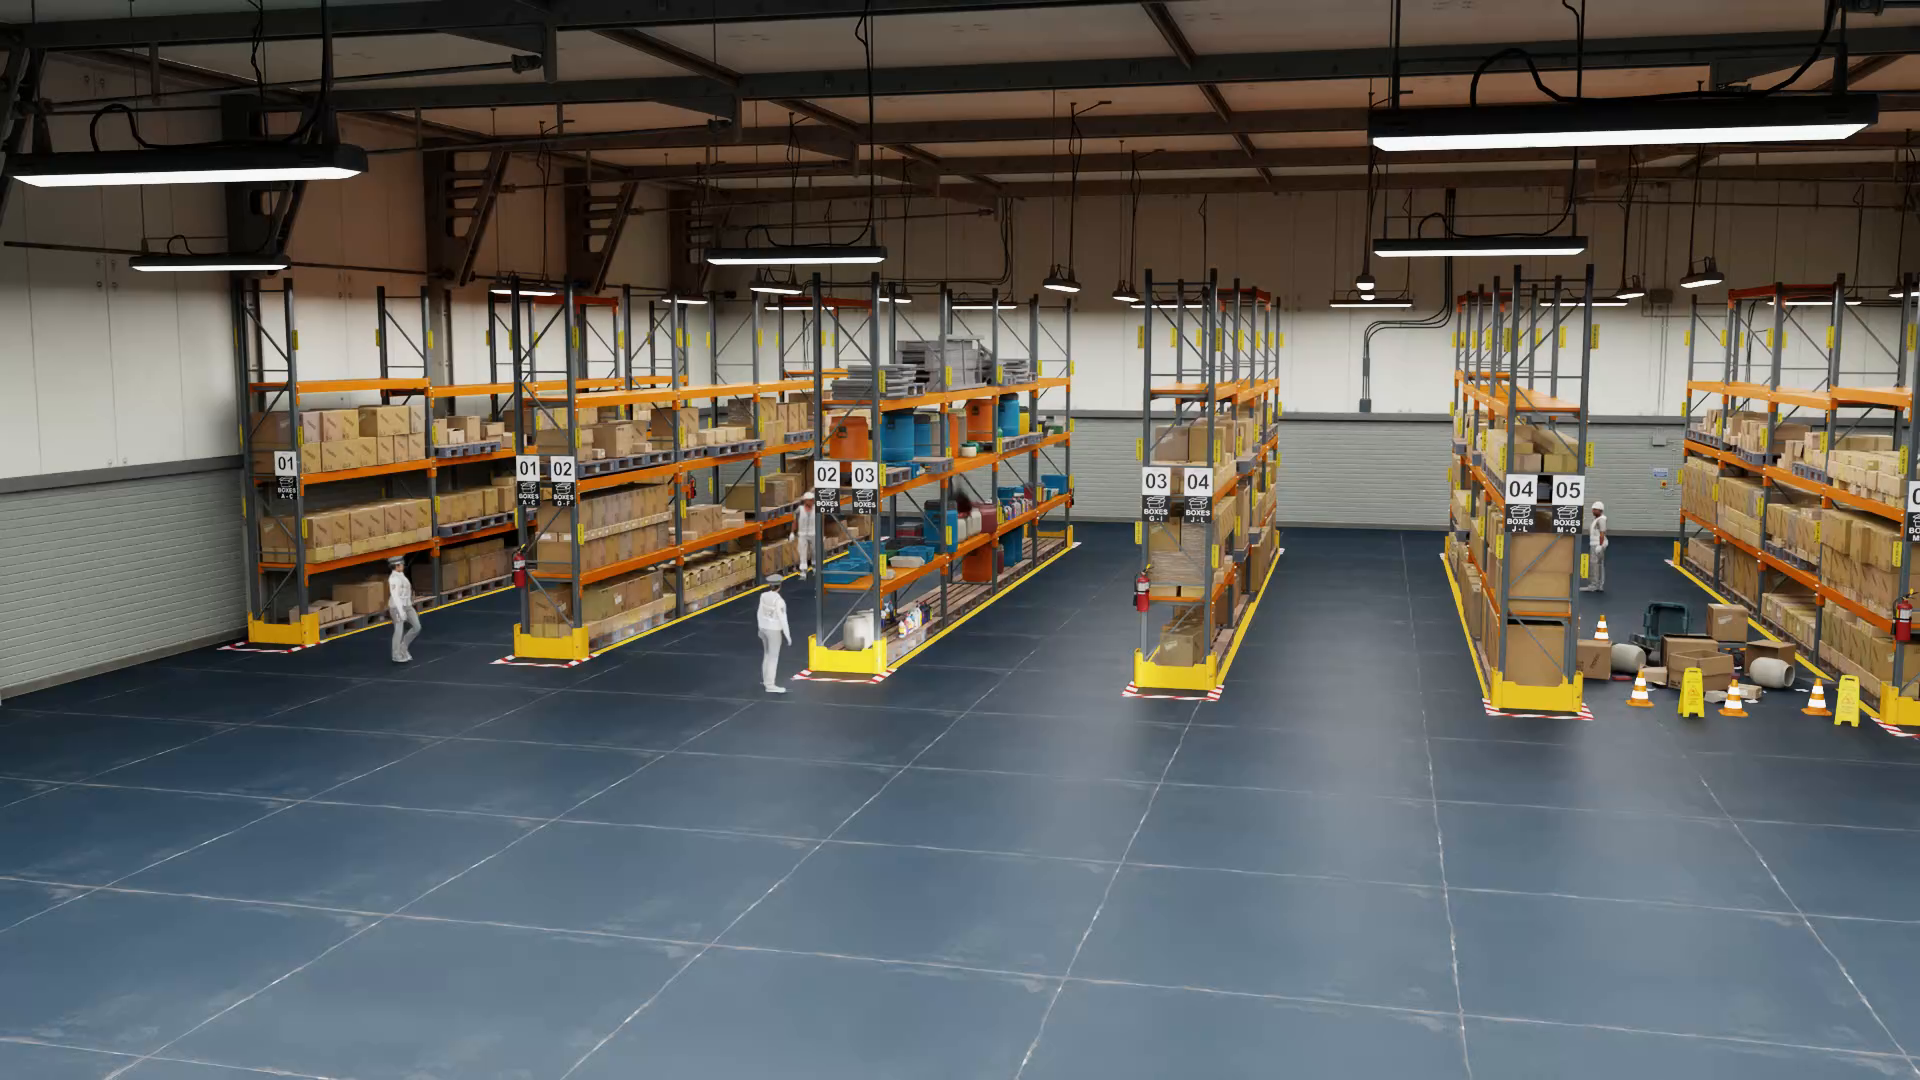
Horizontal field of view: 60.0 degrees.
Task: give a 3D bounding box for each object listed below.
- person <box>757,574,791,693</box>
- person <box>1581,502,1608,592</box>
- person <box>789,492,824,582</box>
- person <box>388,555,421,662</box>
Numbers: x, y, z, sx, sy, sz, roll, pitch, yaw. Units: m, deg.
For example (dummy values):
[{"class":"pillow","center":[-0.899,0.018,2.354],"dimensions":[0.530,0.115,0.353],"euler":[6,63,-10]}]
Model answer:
[{"class":"person","center":[-2.700,1.343,23.858],"dimensions":[0.442,1.714,0.641],"euler":[-5,9,-38]},{"class":"person","center":[12.779,0.125,33.378],"dimensions":[0.452,1.789,0.612],"euler":[4,8,32]},{"class":"person","center":[-3.027,-0.067,32.658],"dimensions":[0.700,1.758,0.996],"euler":[0,7,2]},{"class":"person","center":[-8.687,1.068,25.818],"dimensions":[0.453,1.670,0.468],"euler":[3,8,26]}]
